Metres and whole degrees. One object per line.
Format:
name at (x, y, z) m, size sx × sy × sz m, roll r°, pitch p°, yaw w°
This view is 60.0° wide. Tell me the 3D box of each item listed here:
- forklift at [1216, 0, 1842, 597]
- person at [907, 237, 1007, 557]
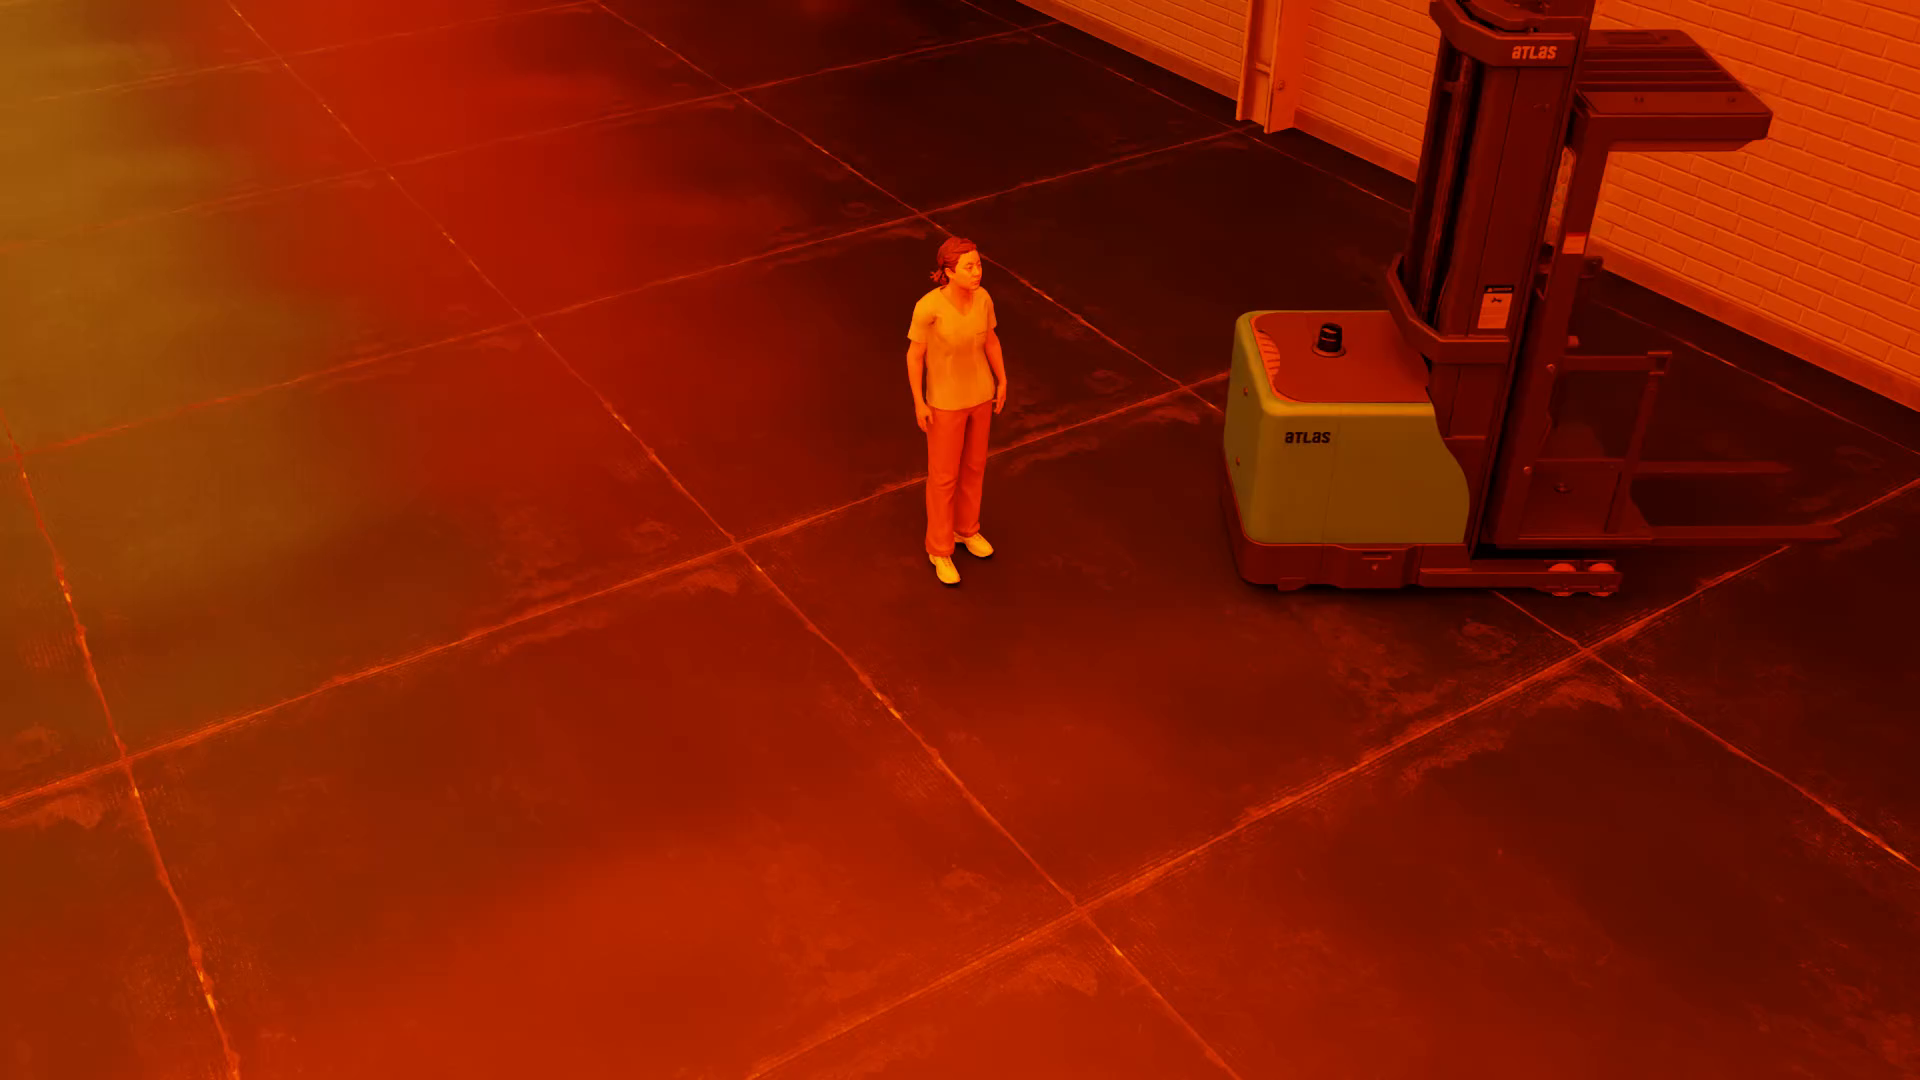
forklift at (2.910, -1.224, 7.890) m, size 3.031 × 2.935 × 1.130 m, roll 0°, pitch 35°, yaw 0°
person at (0.006, -0.712, 8.183) m, size 0.536 × 1.609 × 0.428 m, roll -21°, pitch 40°, yaw -27°
